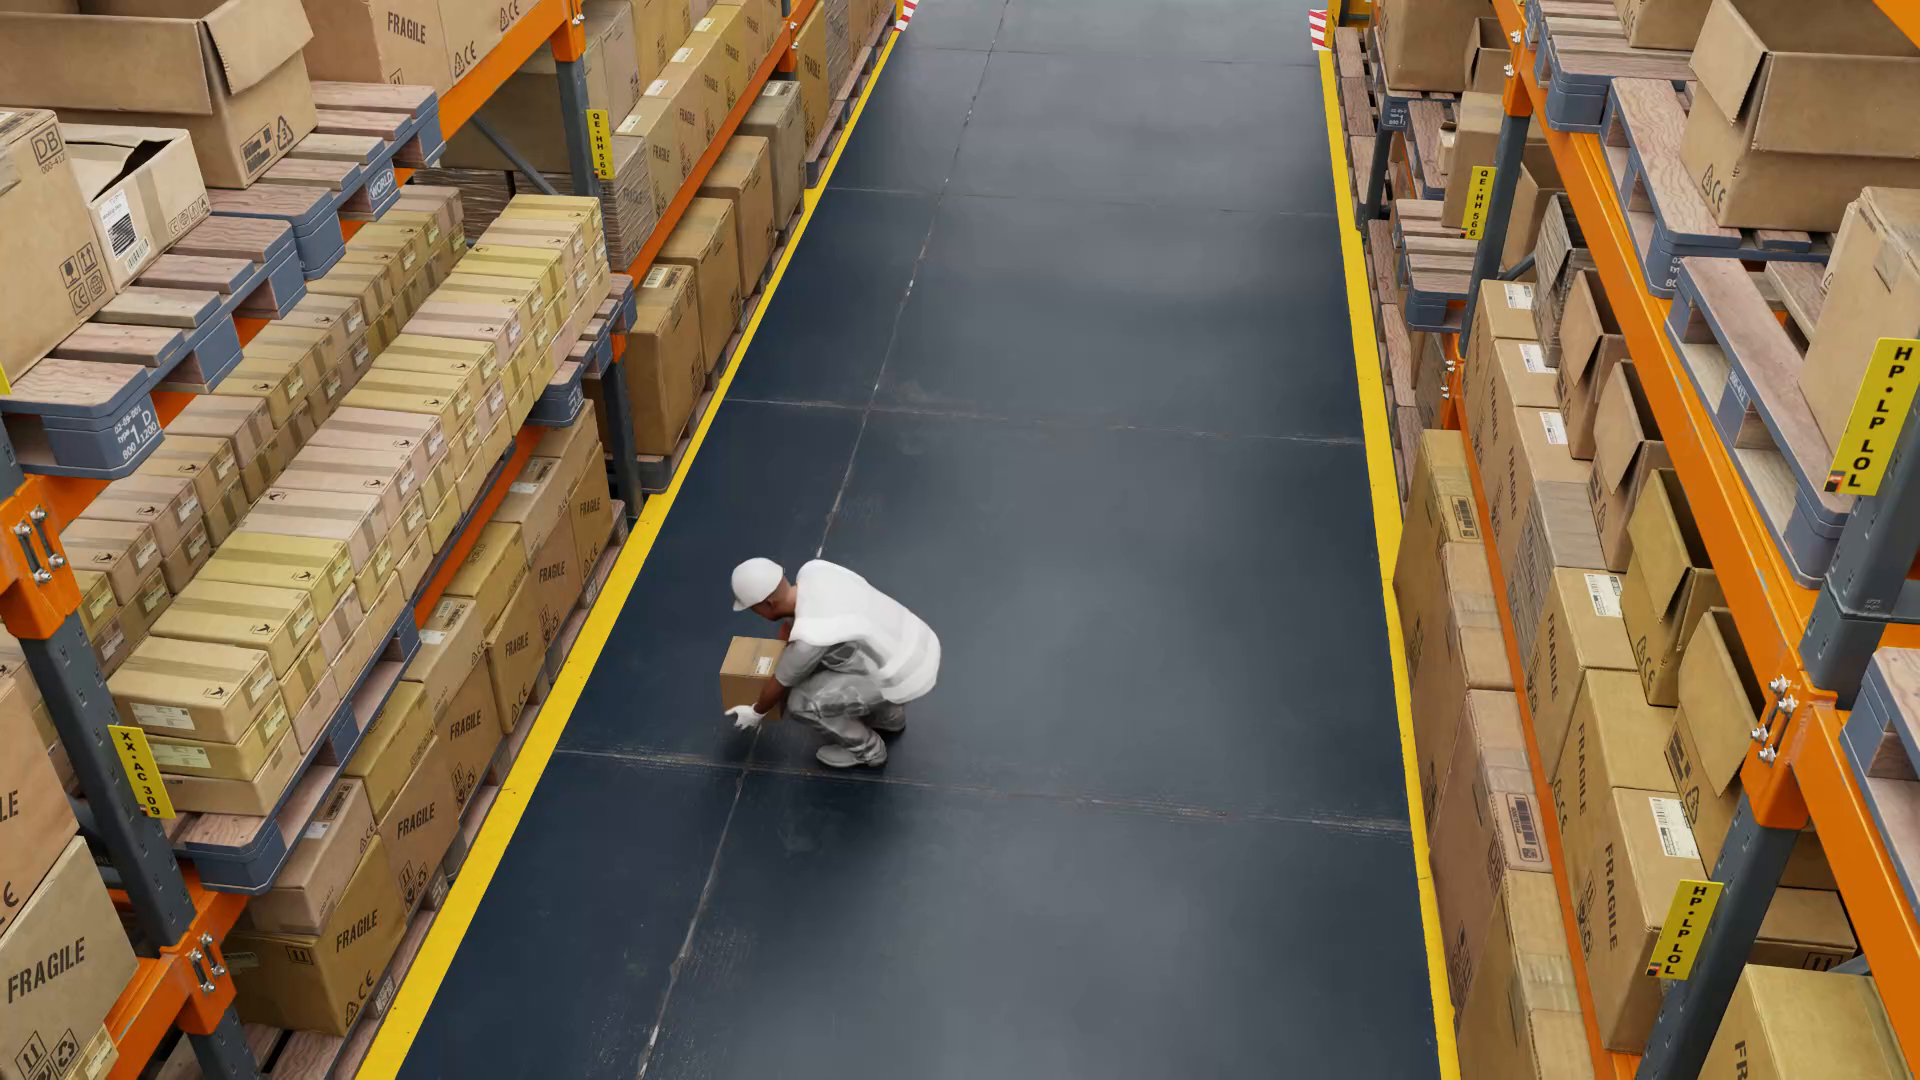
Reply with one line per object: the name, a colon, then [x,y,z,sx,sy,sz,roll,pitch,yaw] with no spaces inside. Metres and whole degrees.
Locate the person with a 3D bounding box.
person: [-0.543,0.492,7.015,0.907,1.006,0.563,4,36,5]
